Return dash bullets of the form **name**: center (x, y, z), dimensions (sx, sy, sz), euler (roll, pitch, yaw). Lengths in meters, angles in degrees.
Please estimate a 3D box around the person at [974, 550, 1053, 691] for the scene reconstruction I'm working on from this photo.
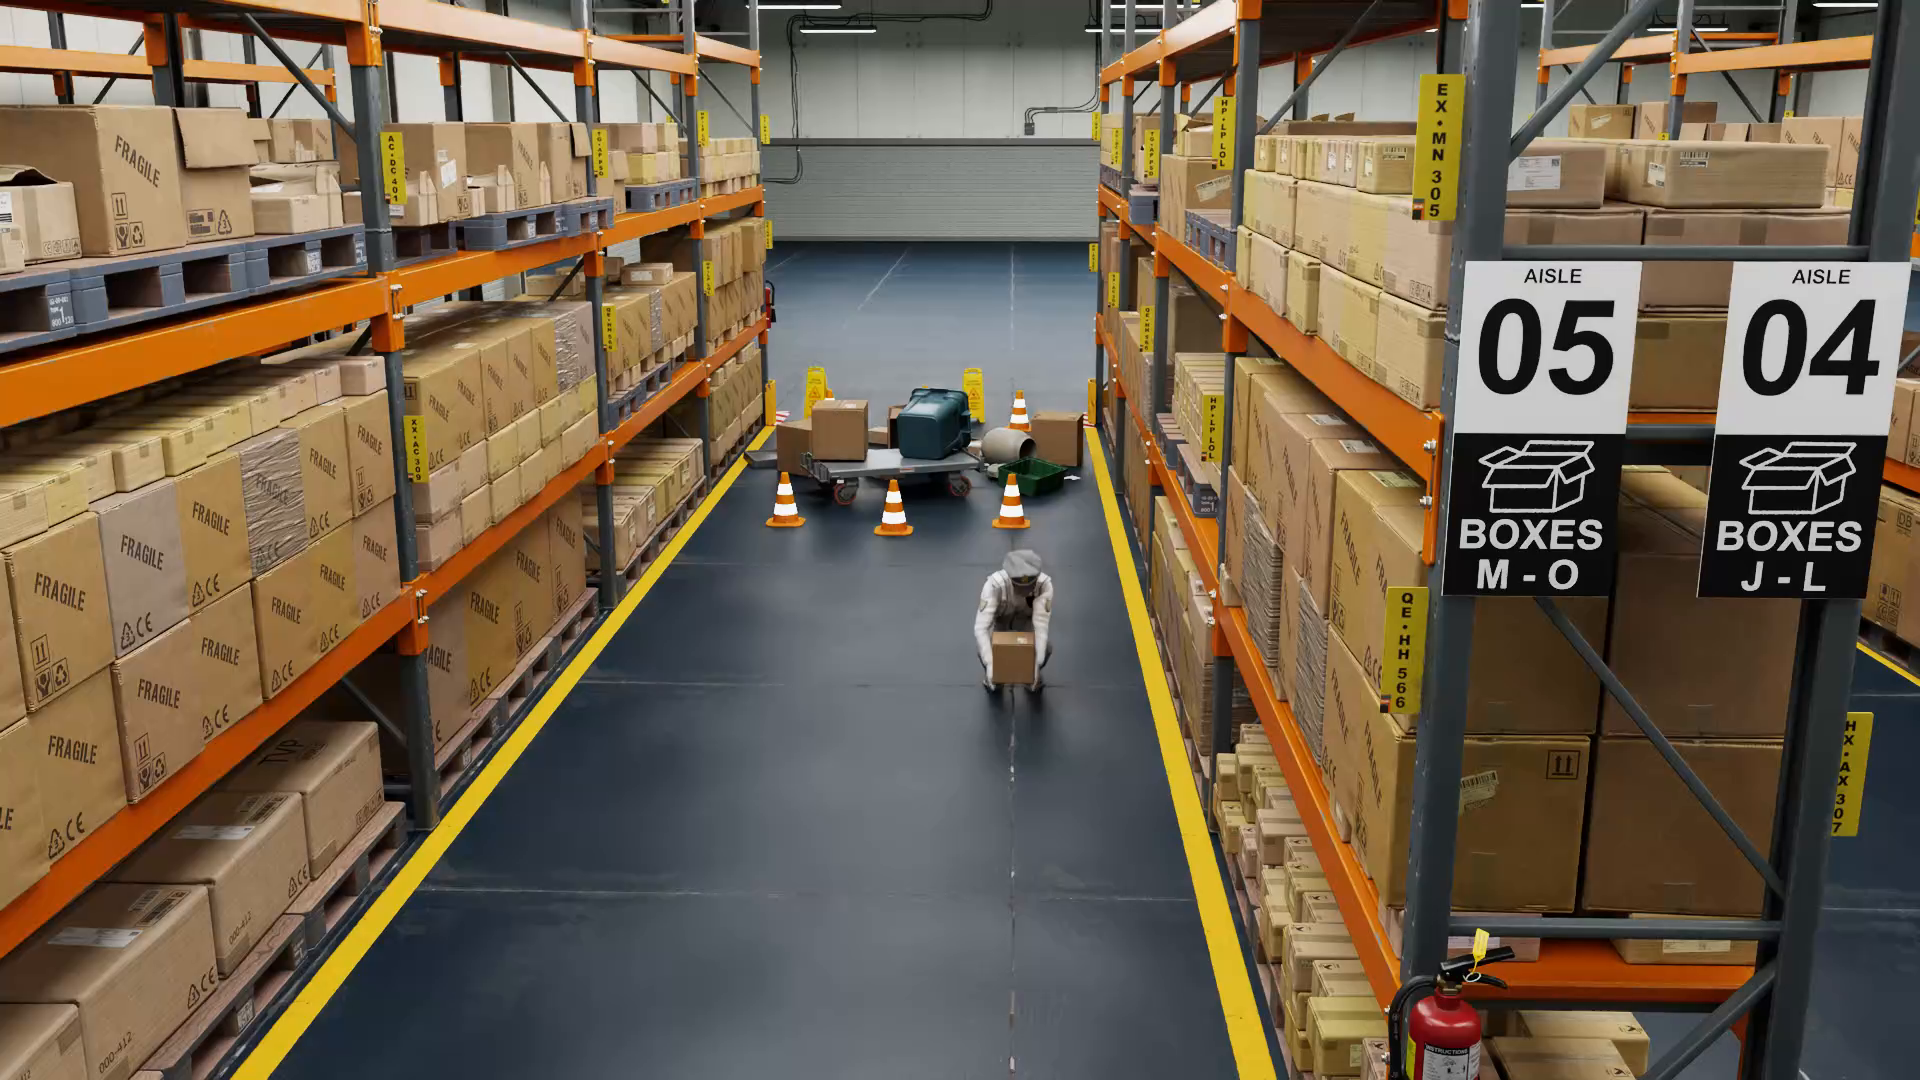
- **person**: center (0.338, 0.497, 10.479), dimensions (0.491, 0.969, 0.828), euler (0, 14, 1)
